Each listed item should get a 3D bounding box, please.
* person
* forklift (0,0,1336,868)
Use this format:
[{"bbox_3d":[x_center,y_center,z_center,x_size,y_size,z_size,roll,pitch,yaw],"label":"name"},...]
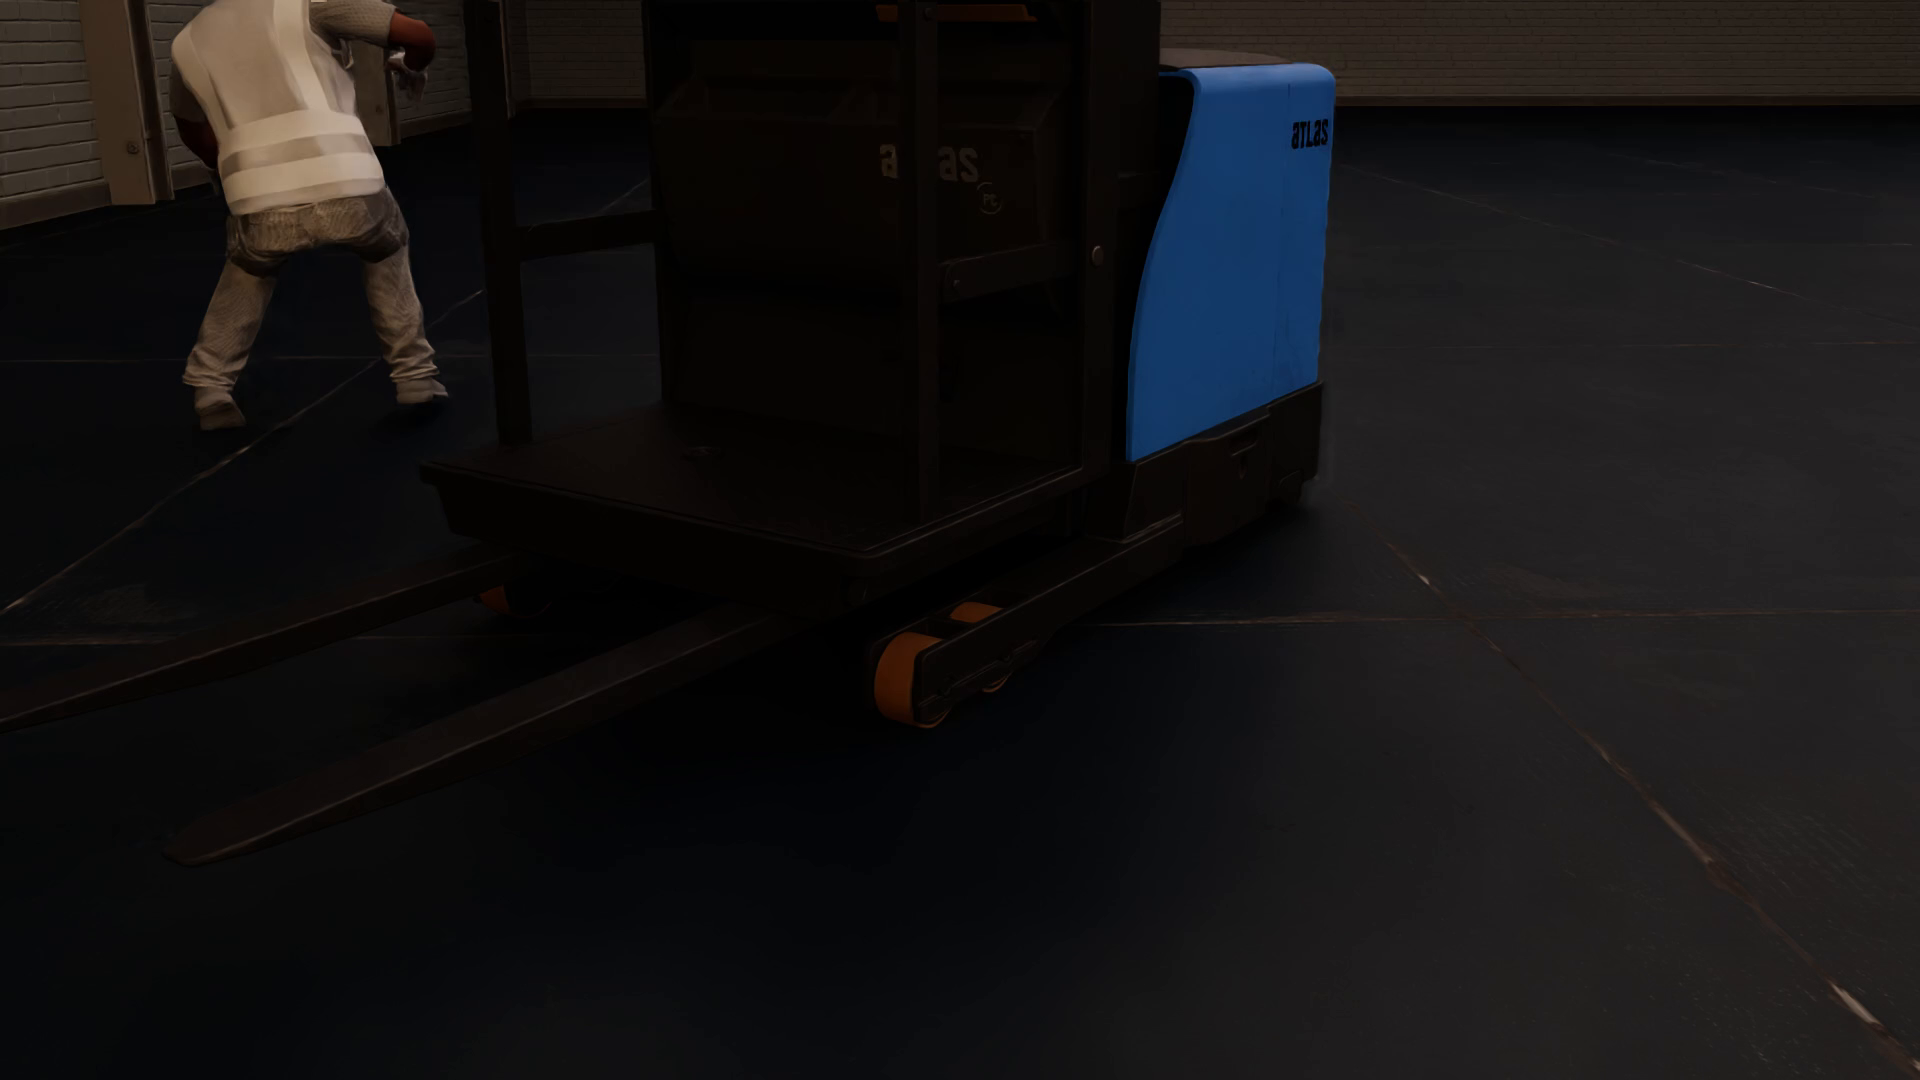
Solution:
[{"bbox_3d":[-1.923,-1.082,4.961,0.825,1.515,0.928,-2,17,-7],"label":"person"},{"bbox_3d":[-0.329,-1.234,2.943,1.130,2.935,3.031,11,20,32],"label":"forklift"}]
